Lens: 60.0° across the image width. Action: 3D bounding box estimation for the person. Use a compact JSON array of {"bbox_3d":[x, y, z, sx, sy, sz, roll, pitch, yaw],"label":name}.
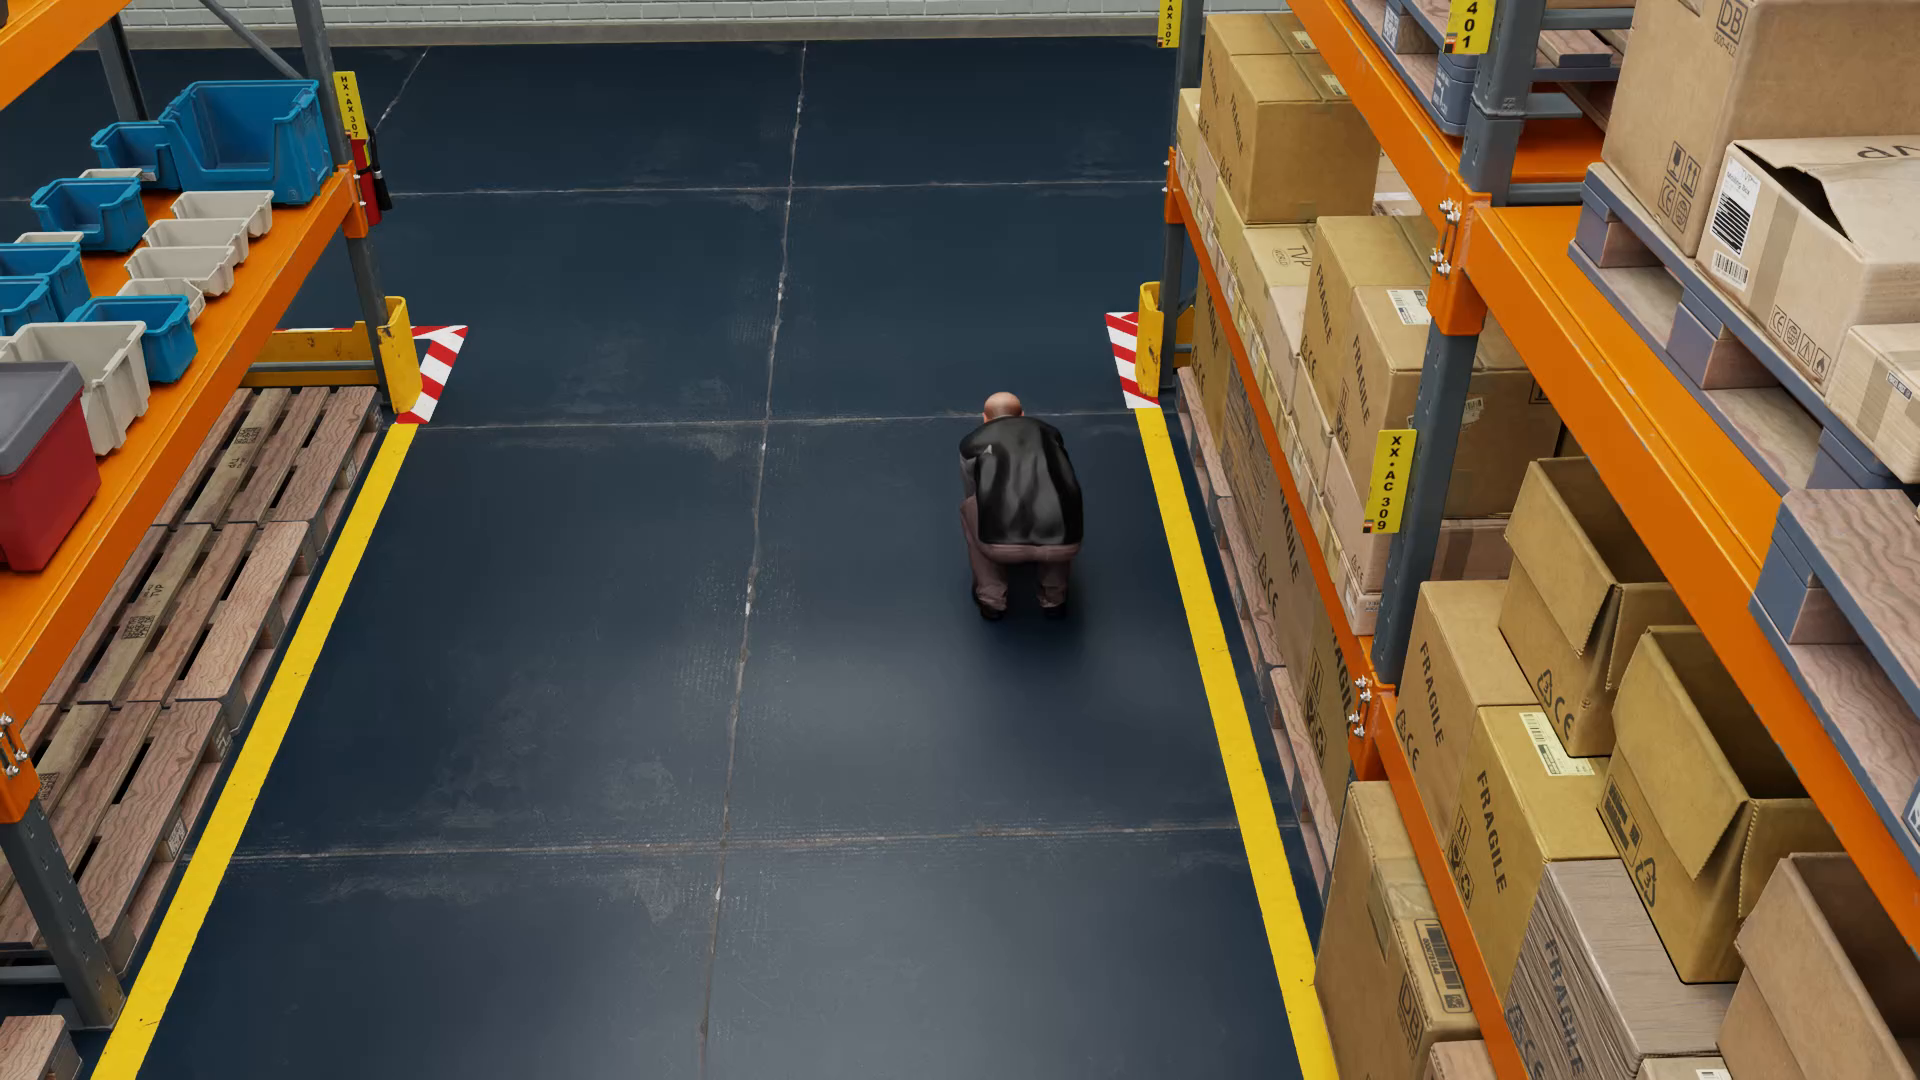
[{"bbox_3d":[0.254,-0.129,7.203,0.510,0.789,0.936,-2,35,-3],"label":"person"}]
